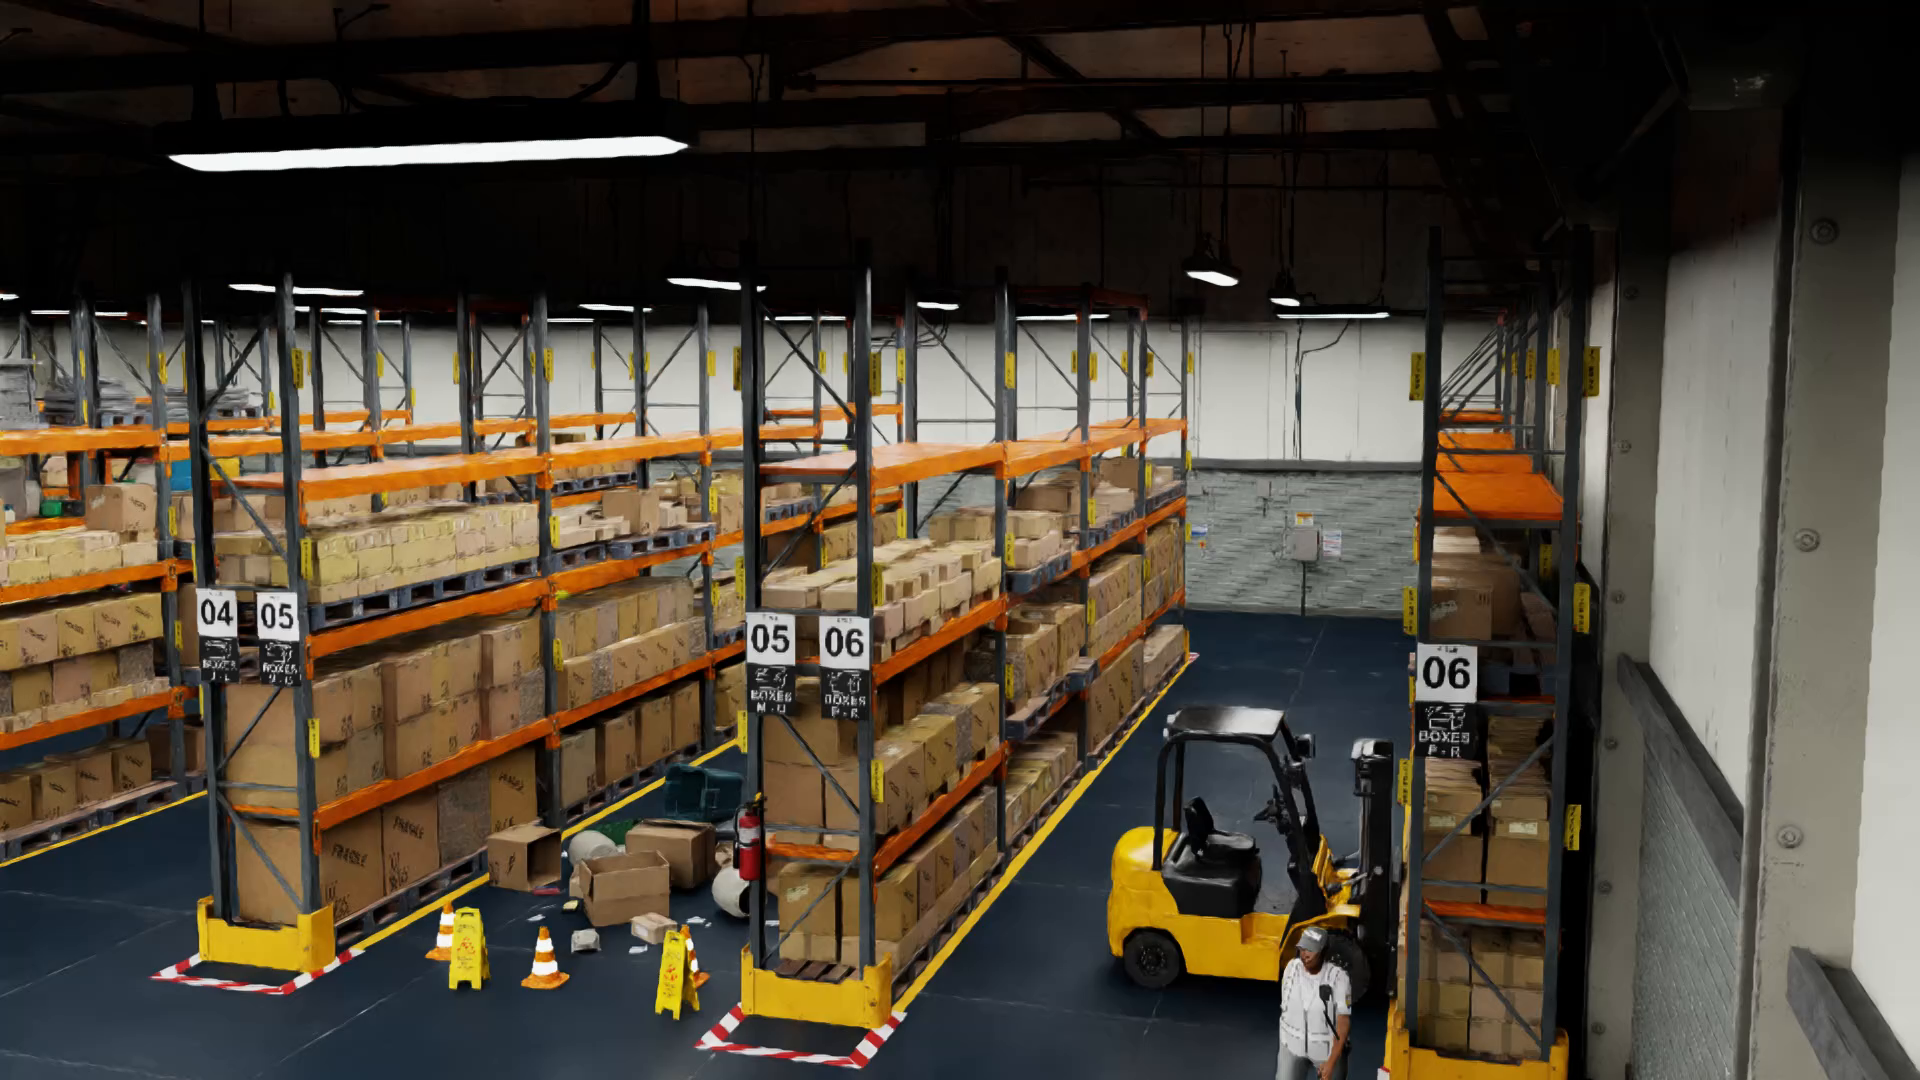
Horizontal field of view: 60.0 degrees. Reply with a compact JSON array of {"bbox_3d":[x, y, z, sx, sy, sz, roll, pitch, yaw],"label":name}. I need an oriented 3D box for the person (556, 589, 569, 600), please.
[{"bbox_3d":[-5.839,1.560,24.614,0.574,1.687,1.115,2,7,14],"label":"person"}]

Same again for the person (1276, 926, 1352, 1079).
[{"bbox_3d":[2.228,3.195,10.458,0.478,1.596,0.995,3,7,26],"label":"person"}]
